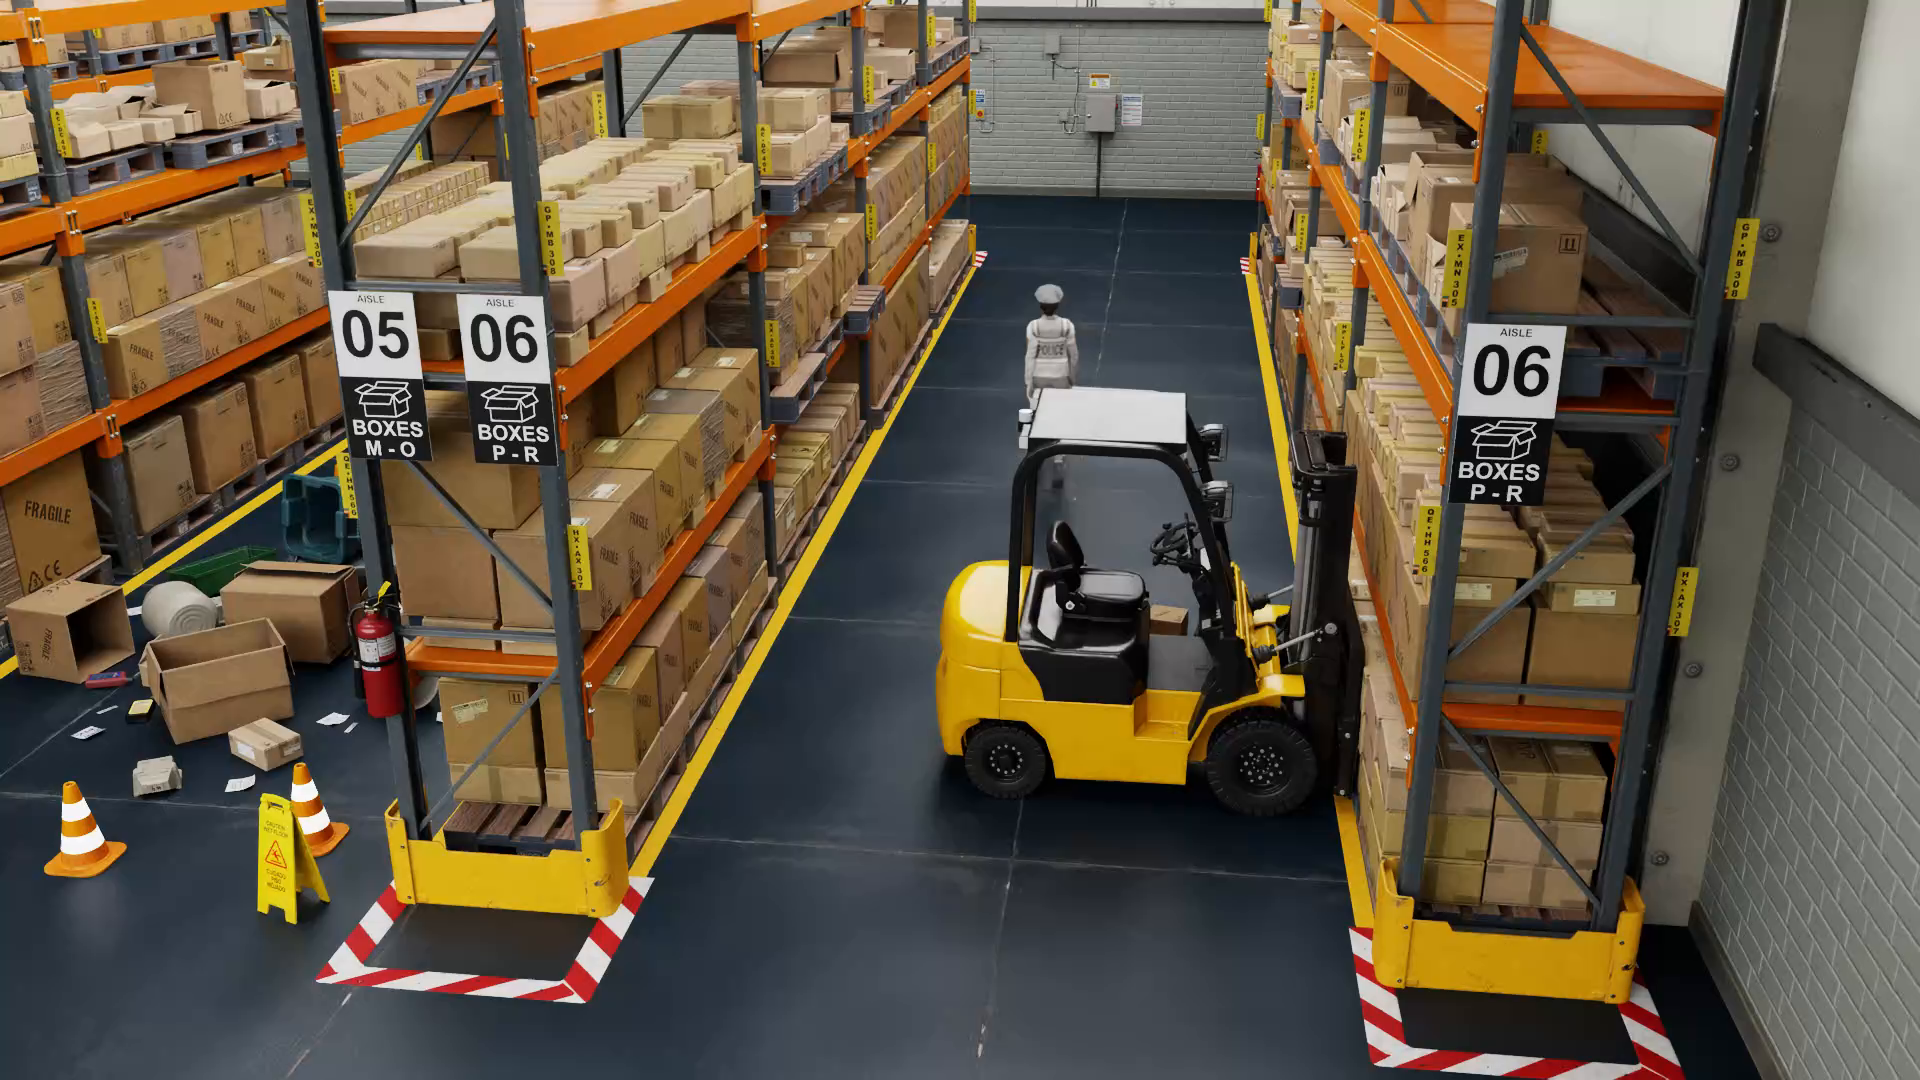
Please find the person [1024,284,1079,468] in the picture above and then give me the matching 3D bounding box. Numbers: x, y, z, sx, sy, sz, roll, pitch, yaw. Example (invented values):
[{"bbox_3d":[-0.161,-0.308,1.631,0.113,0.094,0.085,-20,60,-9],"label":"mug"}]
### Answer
[{"bbox_3d":[0.808,-1.444,14.726,0.480,1.651,0.910,1,21,2],"label":"person"}]
